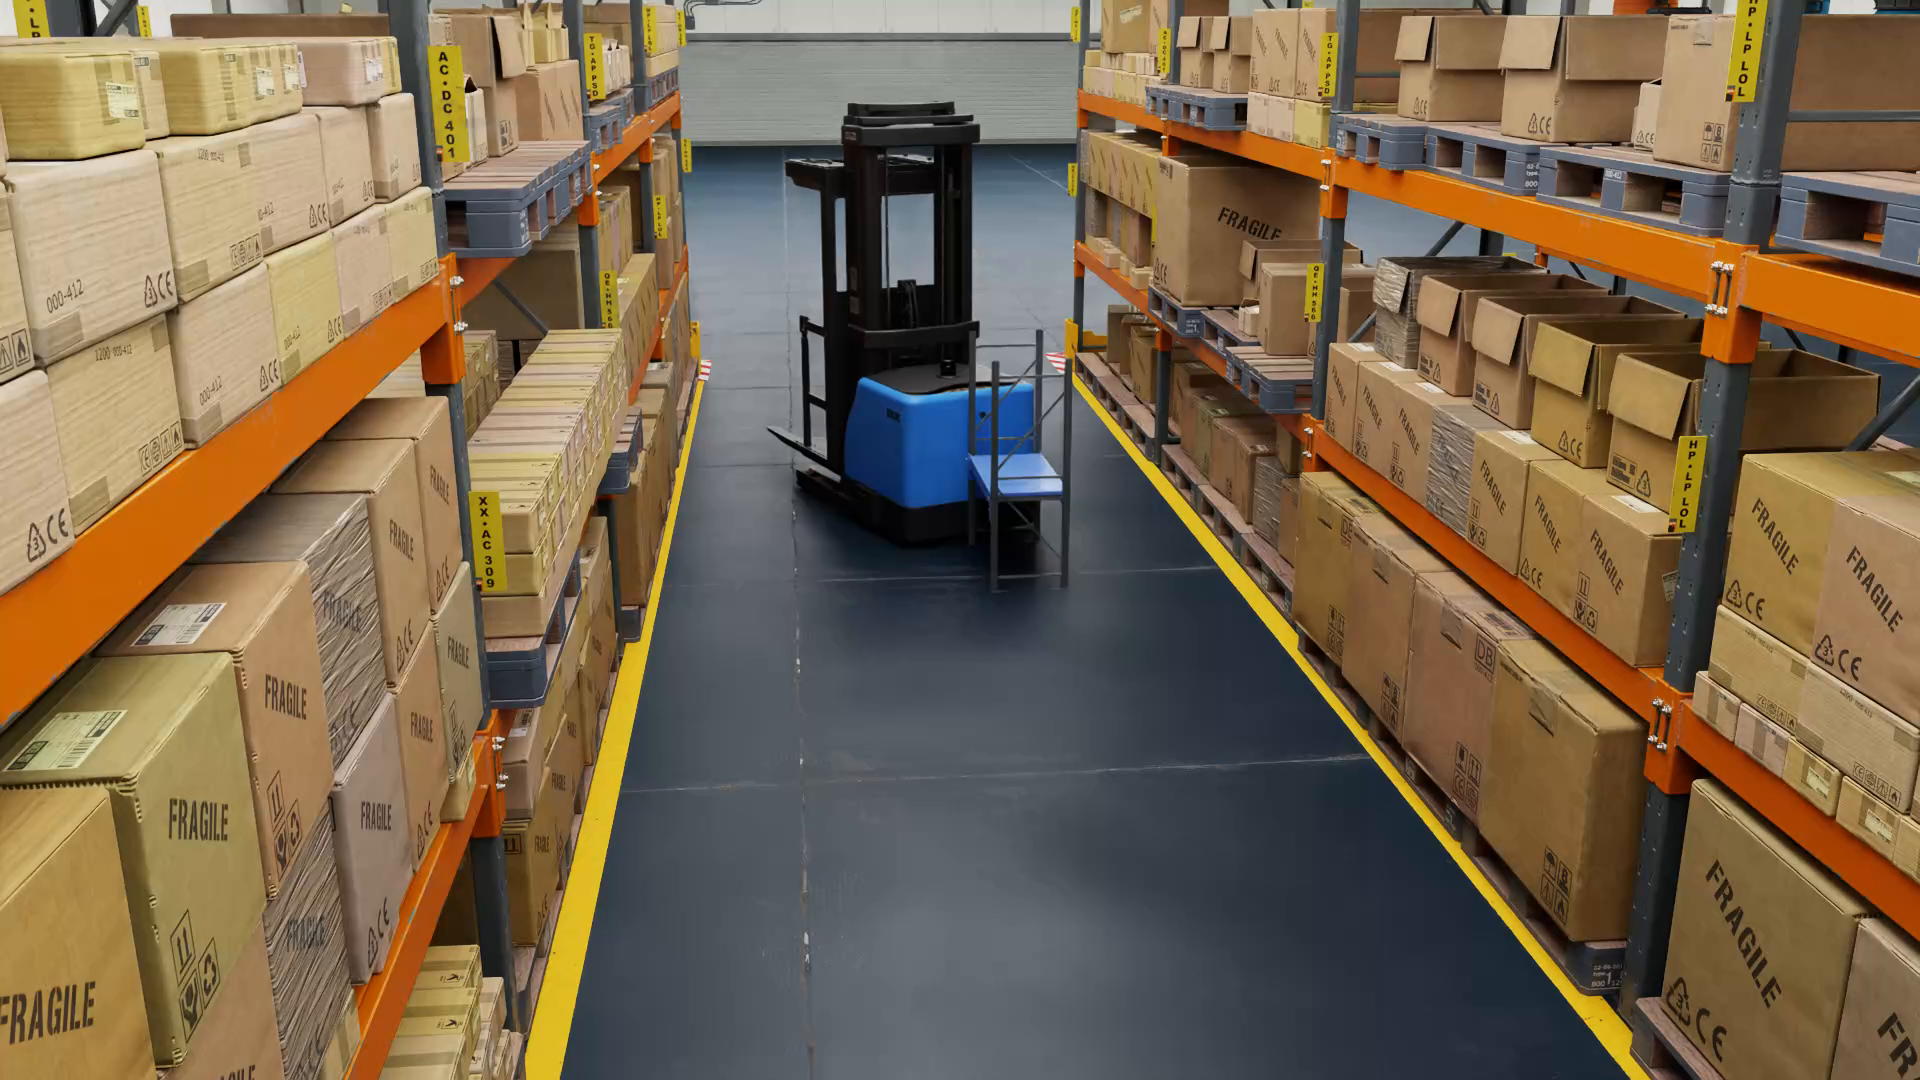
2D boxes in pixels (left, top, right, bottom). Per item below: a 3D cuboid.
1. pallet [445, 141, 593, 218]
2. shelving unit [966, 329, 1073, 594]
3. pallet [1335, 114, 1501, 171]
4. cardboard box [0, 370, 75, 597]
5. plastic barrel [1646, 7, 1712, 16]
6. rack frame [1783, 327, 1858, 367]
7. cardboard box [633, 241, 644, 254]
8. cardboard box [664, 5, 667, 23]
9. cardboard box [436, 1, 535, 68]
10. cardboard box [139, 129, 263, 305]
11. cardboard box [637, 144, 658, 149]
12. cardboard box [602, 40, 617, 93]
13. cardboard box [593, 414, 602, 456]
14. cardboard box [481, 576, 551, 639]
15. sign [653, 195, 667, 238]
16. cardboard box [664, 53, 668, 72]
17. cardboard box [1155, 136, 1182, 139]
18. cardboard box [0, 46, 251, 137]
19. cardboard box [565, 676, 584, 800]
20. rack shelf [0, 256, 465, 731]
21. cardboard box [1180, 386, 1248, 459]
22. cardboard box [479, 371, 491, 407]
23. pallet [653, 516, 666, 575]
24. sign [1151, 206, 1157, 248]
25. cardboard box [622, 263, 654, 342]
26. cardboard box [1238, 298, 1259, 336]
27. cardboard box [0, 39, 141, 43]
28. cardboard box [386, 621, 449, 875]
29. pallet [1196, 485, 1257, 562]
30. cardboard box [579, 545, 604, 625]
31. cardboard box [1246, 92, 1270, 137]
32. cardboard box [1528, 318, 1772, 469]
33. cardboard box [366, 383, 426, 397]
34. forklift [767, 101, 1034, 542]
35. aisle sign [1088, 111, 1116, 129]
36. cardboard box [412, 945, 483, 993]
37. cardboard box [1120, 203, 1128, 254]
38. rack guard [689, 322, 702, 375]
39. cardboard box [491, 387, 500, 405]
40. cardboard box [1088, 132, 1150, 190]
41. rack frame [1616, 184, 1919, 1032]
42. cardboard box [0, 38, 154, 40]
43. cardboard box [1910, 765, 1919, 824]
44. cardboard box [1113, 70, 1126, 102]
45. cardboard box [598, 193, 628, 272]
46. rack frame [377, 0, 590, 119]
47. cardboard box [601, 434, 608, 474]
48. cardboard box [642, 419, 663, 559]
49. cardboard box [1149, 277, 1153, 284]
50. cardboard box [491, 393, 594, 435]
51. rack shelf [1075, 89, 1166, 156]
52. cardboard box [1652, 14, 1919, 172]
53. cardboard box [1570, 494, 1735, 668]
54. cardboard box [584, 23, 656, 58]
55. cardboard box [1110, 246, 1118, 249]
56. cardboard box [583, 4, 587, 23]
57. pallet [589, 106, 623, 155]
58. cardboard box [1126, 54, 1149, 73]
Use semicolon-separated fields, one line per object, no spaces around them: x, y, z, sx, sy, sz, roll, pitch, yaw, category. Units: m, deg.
-2.089;-1.401;6.437;1.213;0.211;1.003;-2;18;-6;pallet
0.375;-0.537;10.884;0.538;1.500;1.048;-2;18;-7;shelving unit
2.630;-2.029;8.439;1.213;0.211;1.003;-1;17;-3;pallet
-1.450;-0.030;2.006;0.500;0.250;0.500;-1;17;-4;cardboard box
6.856;-4.800;15.935;0.600;0.588;0.600;0;17;0;plastic barrel
7.024;-2.223;13.749;1.000;3.000;0.127;-2;18;-6;rack frame
-2.896;-2.128;13.196;0.875;0.550;0.550;-2;18;-6;cardboard box
-2.729;-4.534;14.323;0.380;0.149;0.250;-2;18;-5;cardboard box
-1.980;-2.104;6.918;0.396;0.266;0.258;-2;18;-6;cardboard box
-1.544;-0.565;2.878;0.500;0.250;0.500;-2;18;-8;cardboard box
-3.188;-3.281;15.068;0.875;0.550;0.550;-2;18;-6;cardboard box
-2.394;-2.916;10.231;0.500;0.311;0.500;-2;18;-7;cardboard box
-1.794;-0.460;7.356;0.380;0.149;0.250;-1;17;-4;cardboard box
-1.604;0.225;5.671;0.380;0.149;0.250;-3;18;-8;cardboard box
-2.307;-2.481;12.771;0.100;0.325;0.005;-2;18;-6;sign
-2.702;-4.078;14.202;0.380;0.149;0.250;-2;17;-5;cardboard box
2.094;-3.474;15.402;0.500;0.500;0.500;-2;18;-6;cardboard box
-1.511;-0.807;2.983;0.380;0.149;0.250;-2;18;-7;cardboard box
-1.957;0.888;7.314;0.500;0.500;0.500;-1;17;-5;cardboard box
-1.815;-0.055;3.038;1.077;0.370;4.000;-2;18;-6;rack shelf
2.140;-0.903;12.985;0.700;0.500;0.500;-3;18;-10;cardboard box
-2.553;-0.746;8.268;0.380;0.149;0.250;-1;17;-3;cardboard box
-2.563;-0.024;11.402;1.003;0.211;1.213;-2;18;-6;pallet
1.559;-2.464;13.071;0.100;0.325;0.005;-2;18;-6;sign
-2.474;-1.697;11.906;0.500;0.500;0.500;-2;18;-6;cardboard box
2.070;-1.503;10.979;0.396;0.266;0.258;-2;18;-7;cardboard box
-2.155;-1.102;3.922;0.380;0.149;0.250;-2;18;-6;cardboard box
-1.638;0.537;4.294;0.500;0.500;0.500;-2;18;-7;cardboard box
2.309;-0.143;11.780;1.003;0.211;1.213;-2;18;-6;pallet
-2.039;0.225;8.171;0.500;0.250;0.500;-2;17;-5;cardboard box
2.104;-2.669;10.412;0.500;0.250;0.500;-1;17;-4;cardboard box
2.790;-0.607;6.762;0.797;0.503;0.637;-2;17;-5;cardboard box
-2.441;-0.584;7.254;0.380;0.149;0.250;-1;17;-4;cardboard box
-0.609;-1.781;12.456;1.130;2.935;3.031;-9;20;-27;forklift
1.381;-4.511;16.698;0.394;0.787;0.004;-2;18;-6;aisle sign
-1.725;1.411;5.241;0.380;0.149;0.250;-1;17;-4;cardboard box
1.934;-2.841;15.056;0.875;0.500;0.500;-2;18;-6;cardboard box
-3.261;-1.953;17.063;1.175;0.500;0.348;-2;18;-6;rack guard
-2.588;-0.696;8.604;0.380;0.149;0.250;-2;18;-6;cardboard box
1.516;-3.607;15.824;0.500;0.500;0.500;-2;18;-6;cardboard box
2.923;0.314;5.670;1.000;3.000;0.127;-2;18;-6;rack frame
-2.237;-1.175;4.155;0.380;0.149;0.250;-3;18;-8;cardboard box
2.816;0.694;4.213;0.500;0.250;0.500;-1;17;-4;cardboard box
1.643;-4.013;14.695;0.500;0.250;0.500;-1;17;-4;cardboard box
-2.734;-2.170;11.746;0.700;0.500;0.500;-2;18;-7;cardboard box
-2.433;-3.617;8.175;1.000;3.000;0.127;-2;18;-6;rack frame
-1.823;-0.397;7.653;0.380;0.149;0.250;-3;18;-8;cardboard box
-2.500;-0.326;10.764;1.050;0.750;0.750;-2;17;-5;cardboard box
1.767;-2.080;13.713;0.380;0.149;0.250;-2;18;-6;cardboard box
-1.770;-0.524;7.065;0.380;0.149;0.250;-1;17;-4;cardboard box
1.892;-3.753;14.818;1.077;0.370;4.000;-2;18;-6;rack shelf
2.853;-1.538;5.692;0.700;0.500;0.500;-1;17;-4;cardboard box
2.603;0.135;6.072;0.500;0.500;0.500;-2;18;-5;cardboard box
-2.618;-3.850;12.812;0.500;0.250;0.500;-2;18;-5;cardboard box
1.613;-2.677;15.616;0.380;0.149;0.250;-2;18;-6;cardboard box
-3.358;-4.438;14.017;0.380;0.149;0.250;-2;17;-5;cardboard box
-2.553;-2.286;9.258;1.213;0.211;1.003;-1;17;-3;pallet
1.636;-4.100;14.305;0.380;0.149;0.250;-1;17;-3;cardboard box
